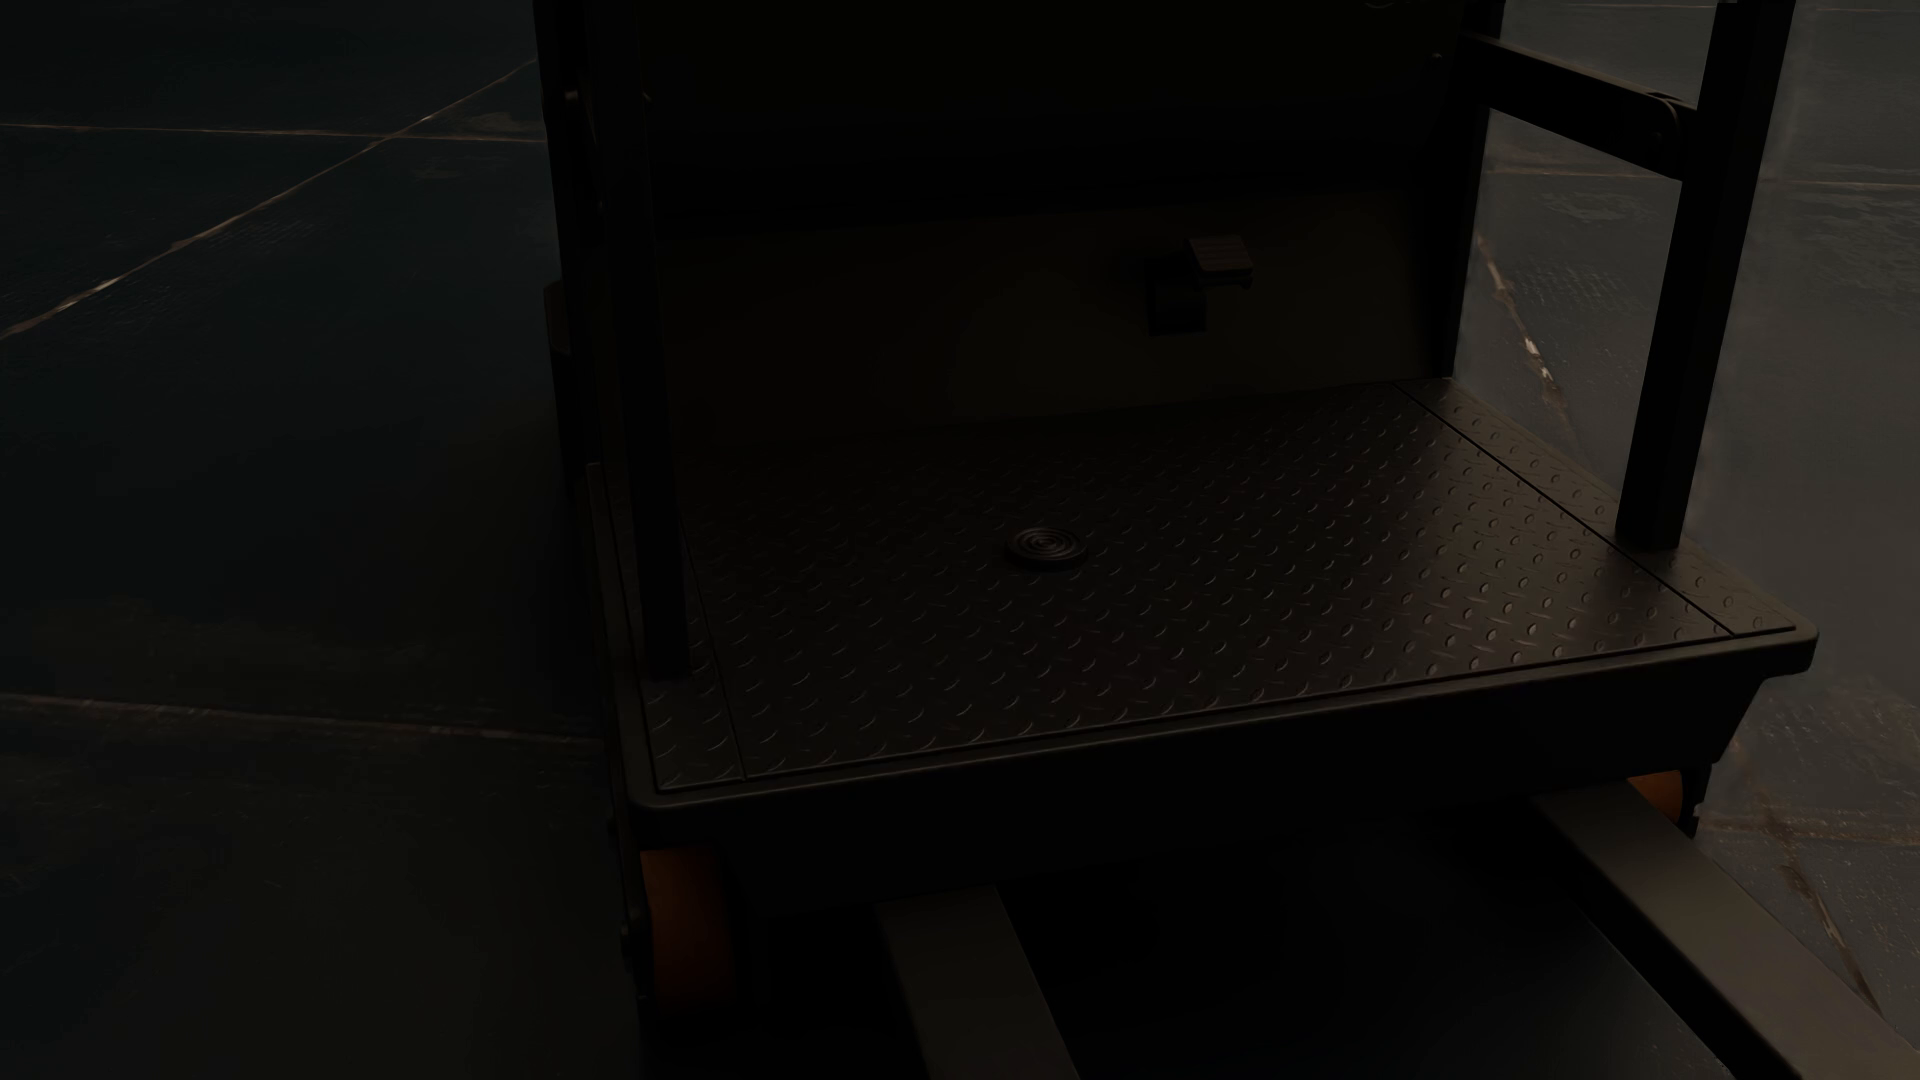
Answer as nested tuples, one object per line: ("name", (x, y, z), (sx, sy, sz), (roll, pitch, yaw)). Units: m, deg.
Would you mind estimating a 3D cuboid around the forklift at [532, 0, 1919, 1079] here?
("forklift", (0.153, -1.049, 1.319), (1.130, 2.935, 3.031), (-7, 27, -13))
